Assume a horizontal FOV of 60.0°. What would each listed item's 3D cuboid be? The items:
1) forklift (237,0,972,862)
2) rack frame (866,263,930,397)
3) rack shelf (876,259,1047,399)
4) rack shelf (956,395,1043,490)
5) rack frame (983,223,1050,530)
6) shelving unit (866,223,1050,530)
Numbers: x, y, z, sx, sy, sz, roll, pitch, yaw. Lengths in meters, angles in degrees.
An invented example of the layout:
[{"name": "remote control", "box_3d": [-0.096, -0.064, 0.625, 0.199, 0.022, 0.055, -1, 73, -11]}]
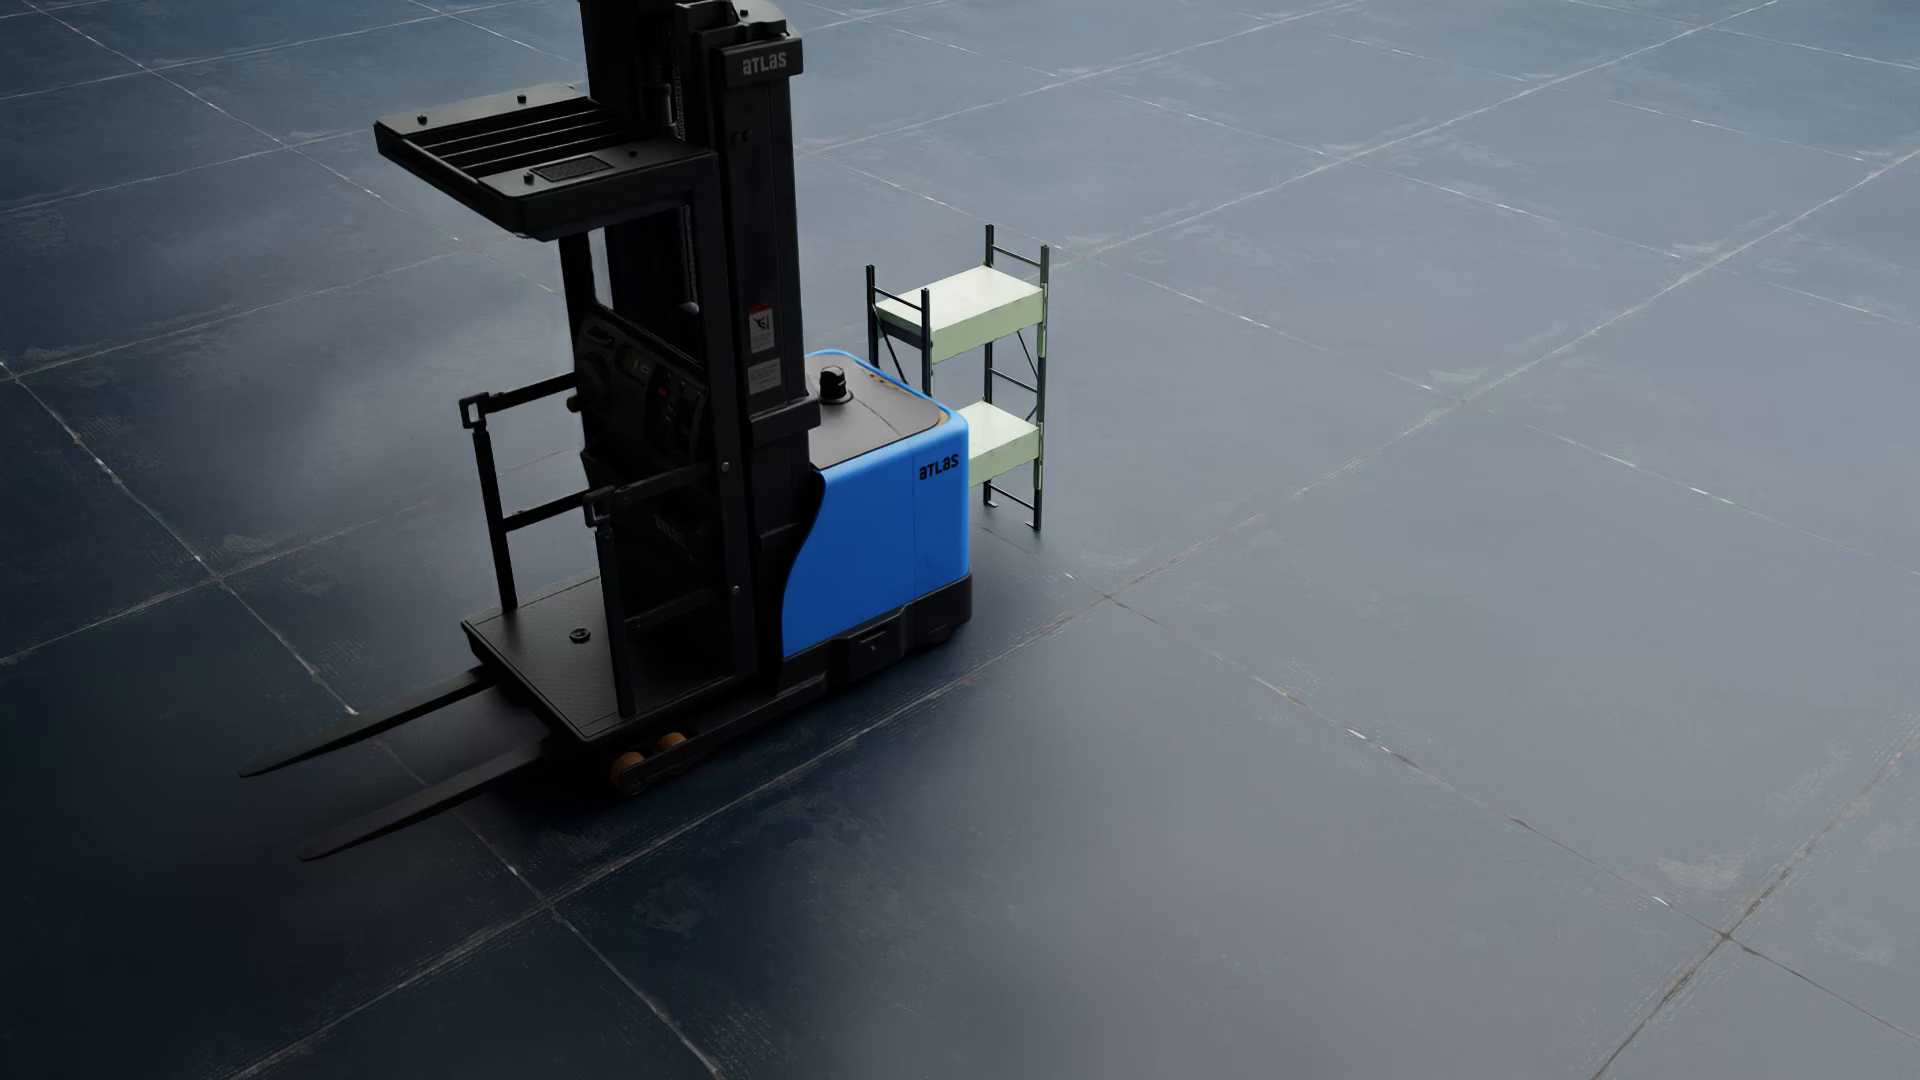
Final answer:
[{"name": "forklift", "box_3d": [-1.402, -0.551, 6.341, 3.031, 2.935, 1.130, -23, 39, -33]}, {"name": "rack frame", "box_3d": [-0.273, -0.508, 7.643, 0.023, 1.500, 0.400, -26, 40, -35]}, {"name": "rack shelf", "box_3d": [-0.005, -0.970, 7.651, 0.720, 0.370, 0.431, -26, 40, -35]}, {"name": "rack shelf", "box_3d": [-0.005, -0.359, 8.025, 0.720, 0.370, 0.431, -26, 40, -35]}, {"name": "rack frame", "box_3d": [0.264, -0.767, 8.067, 0.023, 1.500, 0.400, -26, 40, -35]}, {"name": "shelving unit", "box_3d": [-0.005, -0.637, 7.855, 0.755, 1.500, 0.431, -26, 40, -35]}]
